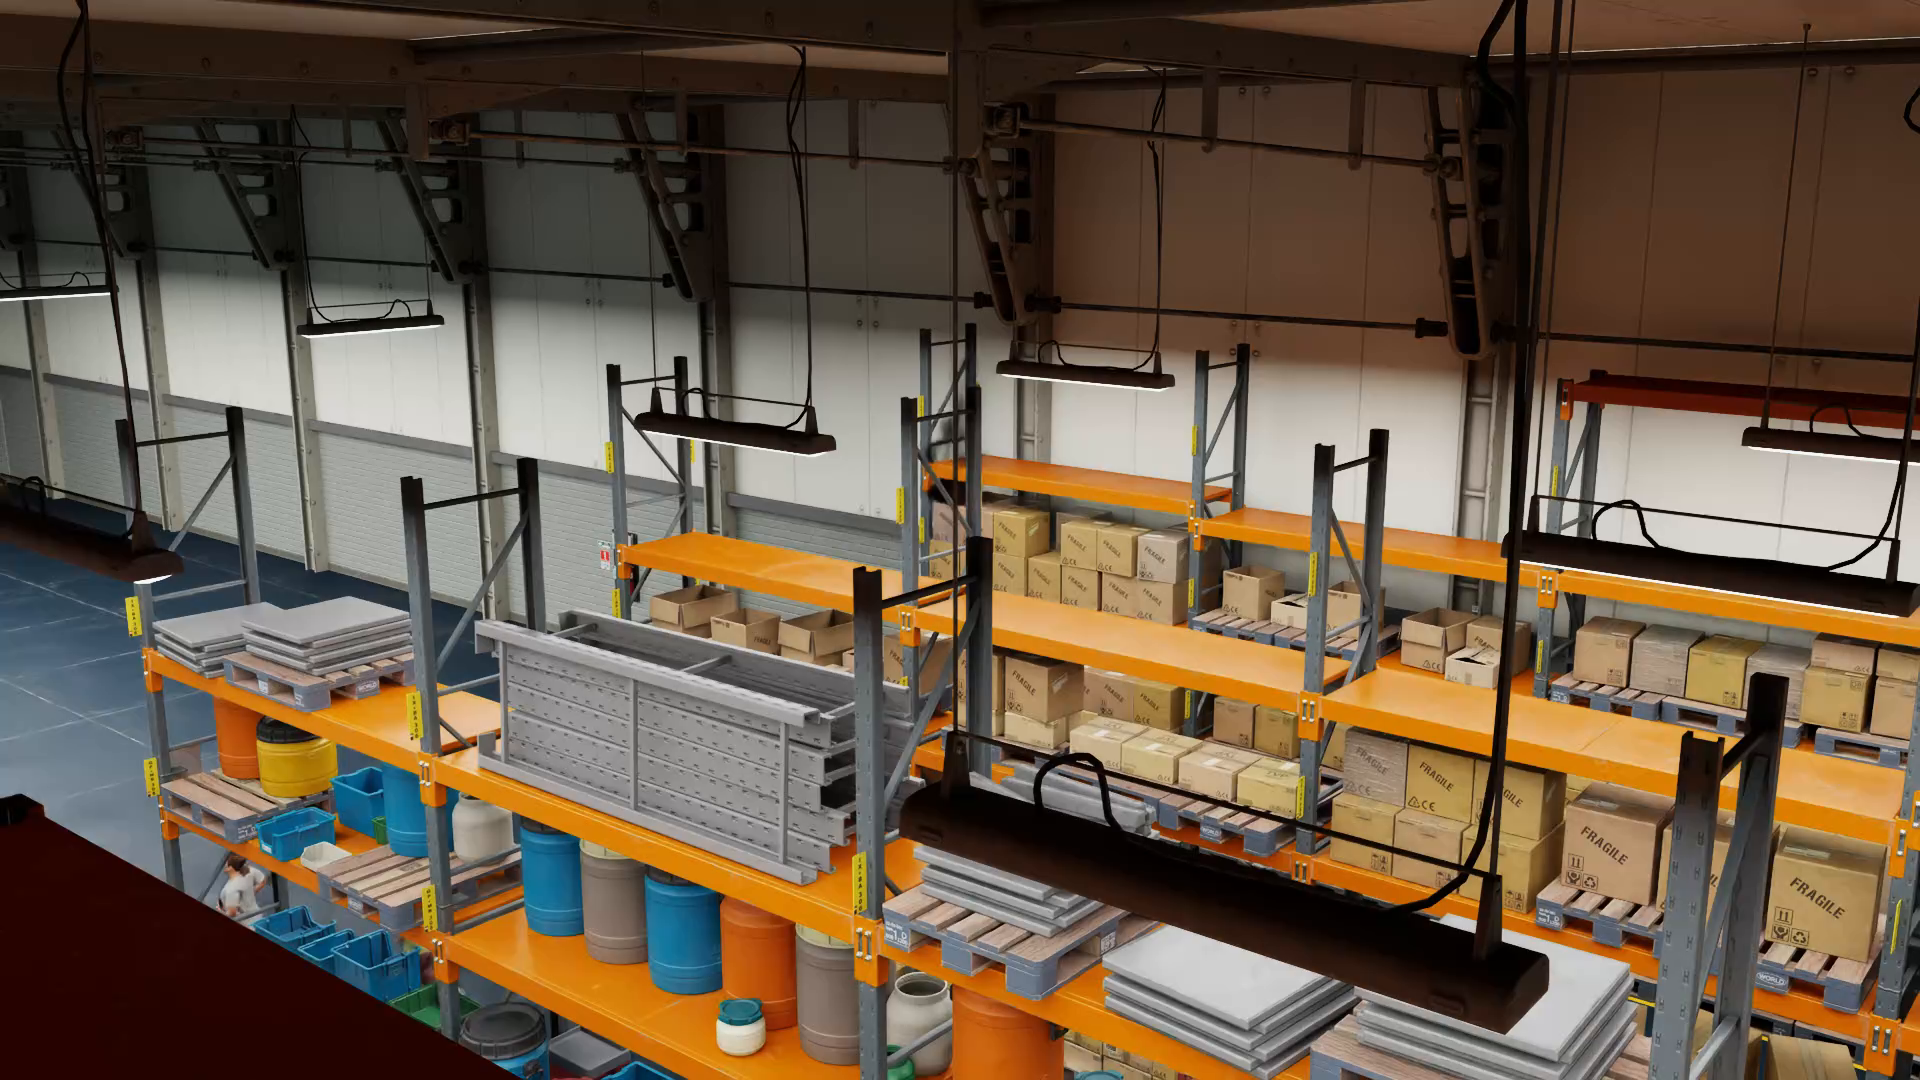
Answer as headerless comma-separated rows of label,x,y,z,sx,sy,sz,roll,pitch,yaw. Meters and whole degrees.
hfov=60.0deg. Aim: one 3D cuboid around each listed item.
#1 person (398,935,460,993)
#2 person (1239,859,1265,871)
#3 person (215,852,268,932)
person,-5.035,3.840,15.631,0.570,1.609,0.595,5,14,21
person,2.771,3.775,15.782,0.525,1.741,0.767,-12,17,-42
person,-6.864,3.740,16.040,0.865,1.661,0.601,-1,13,-3
